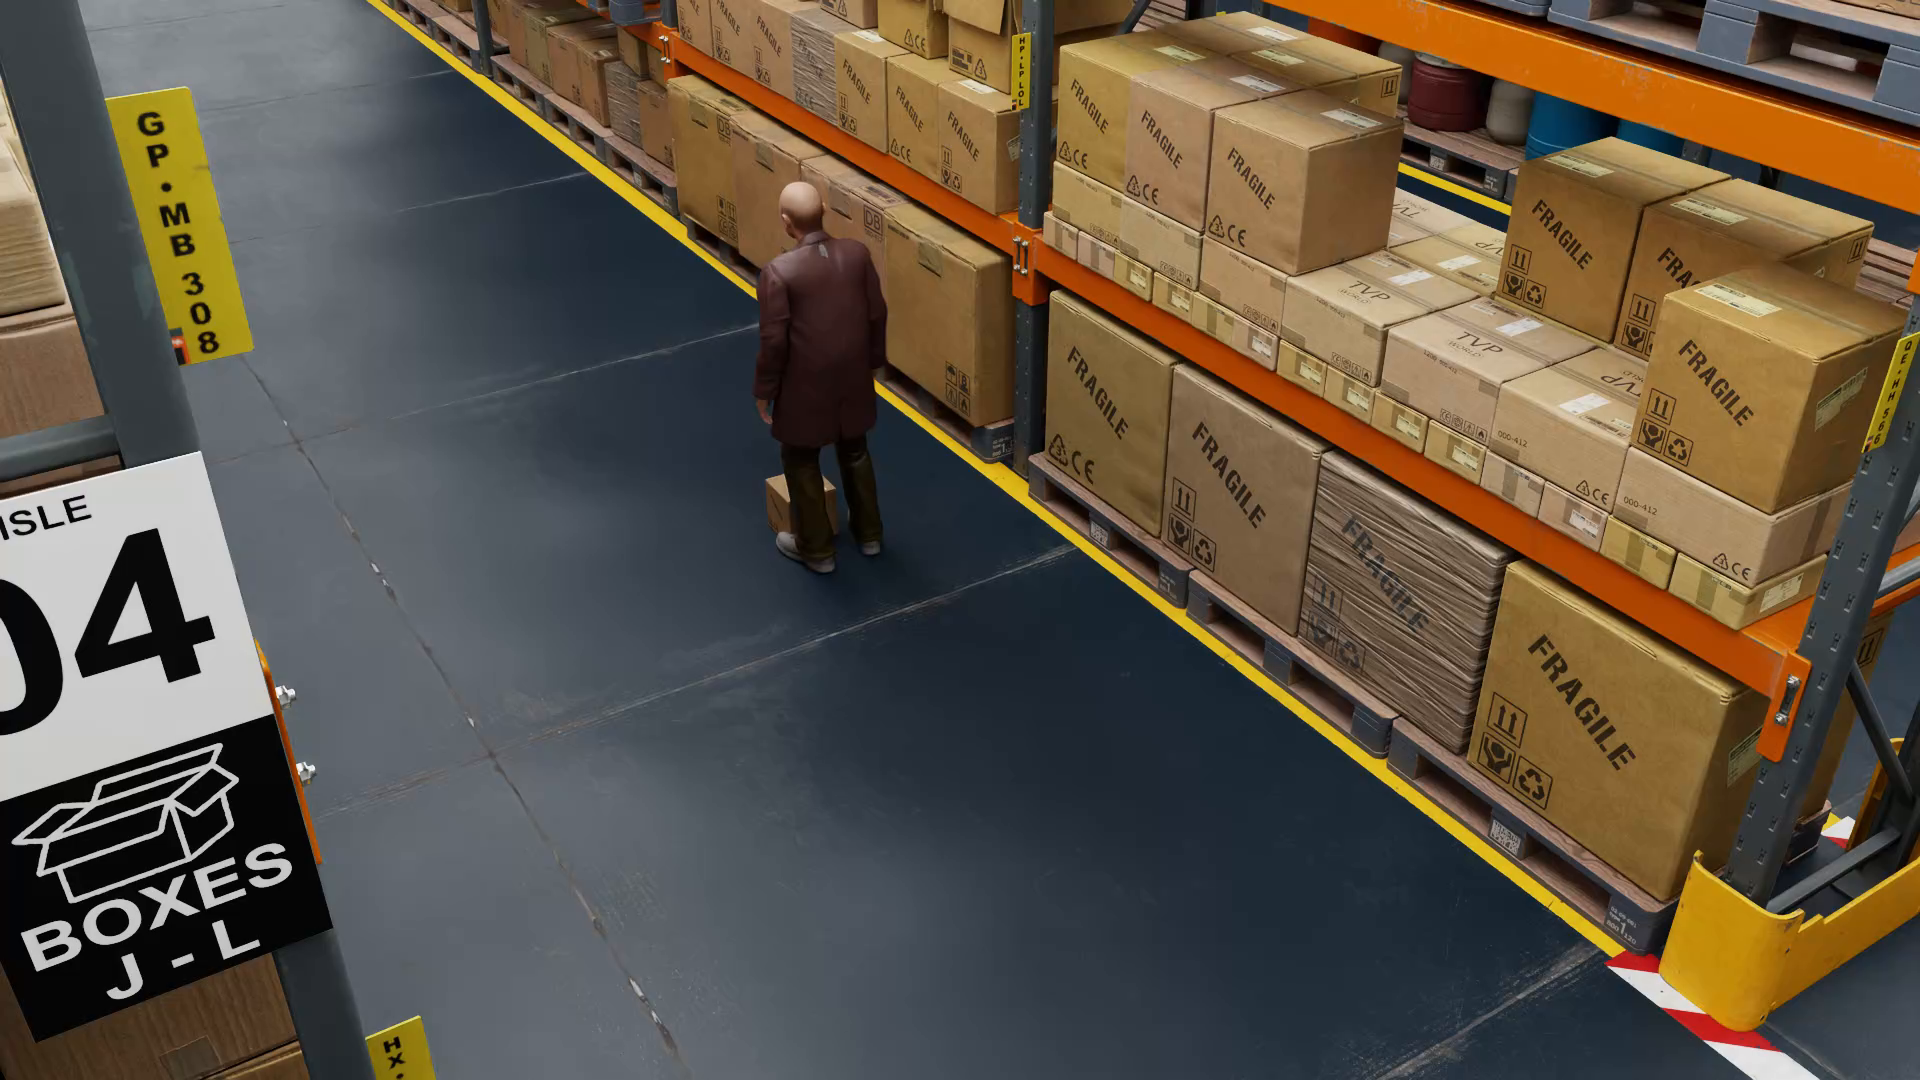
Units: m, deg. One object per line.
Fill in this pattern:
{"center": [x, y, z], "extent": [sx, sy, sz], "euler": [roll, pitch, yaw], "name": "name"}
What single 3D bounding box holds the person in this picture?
{"center": [-0.606, -0.694, 7.254], "extent": [0.650, 1.774, 0.418], "euler": [-19, 37, -28], "name": "person"}
